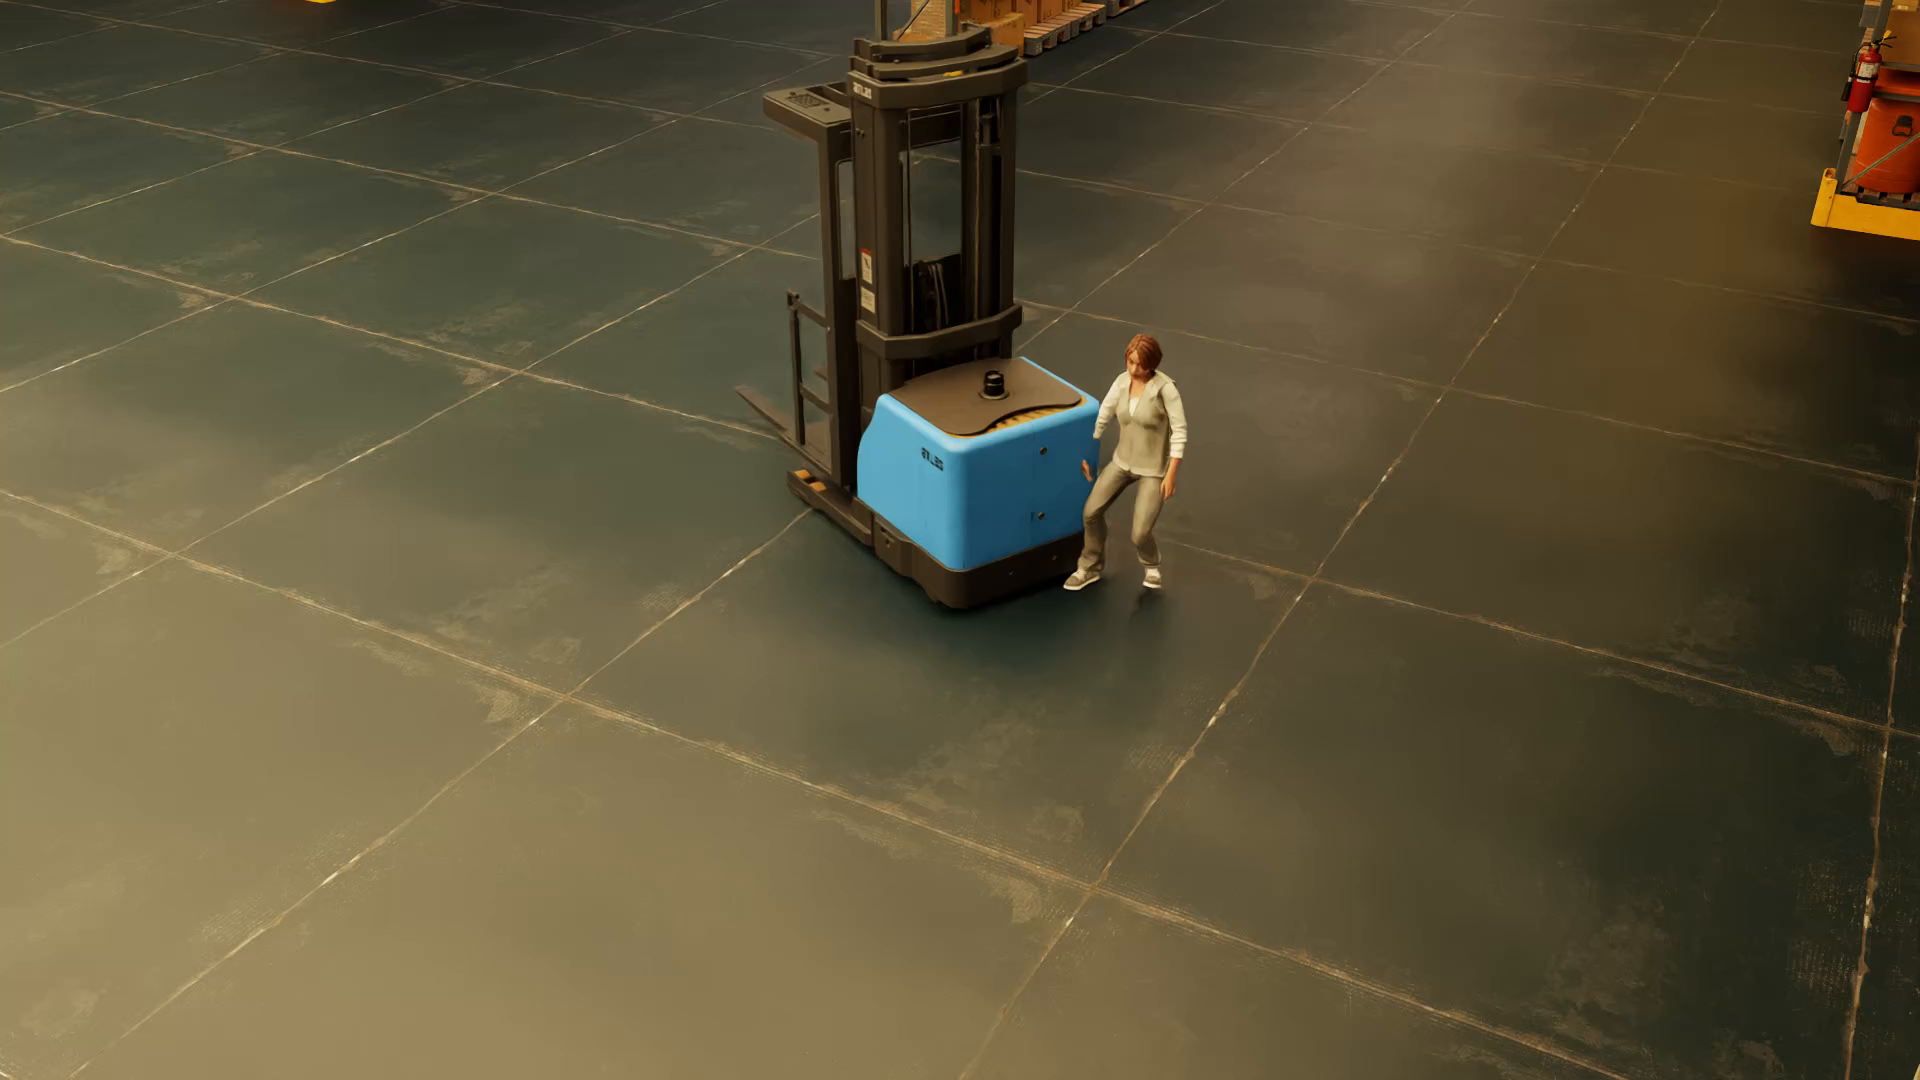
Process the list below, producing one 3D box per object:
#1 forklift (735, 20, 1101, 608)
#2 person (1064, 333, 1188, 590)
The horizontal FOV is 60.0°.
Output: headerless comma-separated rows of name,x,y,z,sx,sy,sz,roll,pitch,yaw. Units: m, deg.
forklift,-0.429,-1.583,9.813,1.130,2.935,3.031,-18,35,-29
person,0.923,-0.383,9.128,0.606,1.530,0.497,23,37,35
